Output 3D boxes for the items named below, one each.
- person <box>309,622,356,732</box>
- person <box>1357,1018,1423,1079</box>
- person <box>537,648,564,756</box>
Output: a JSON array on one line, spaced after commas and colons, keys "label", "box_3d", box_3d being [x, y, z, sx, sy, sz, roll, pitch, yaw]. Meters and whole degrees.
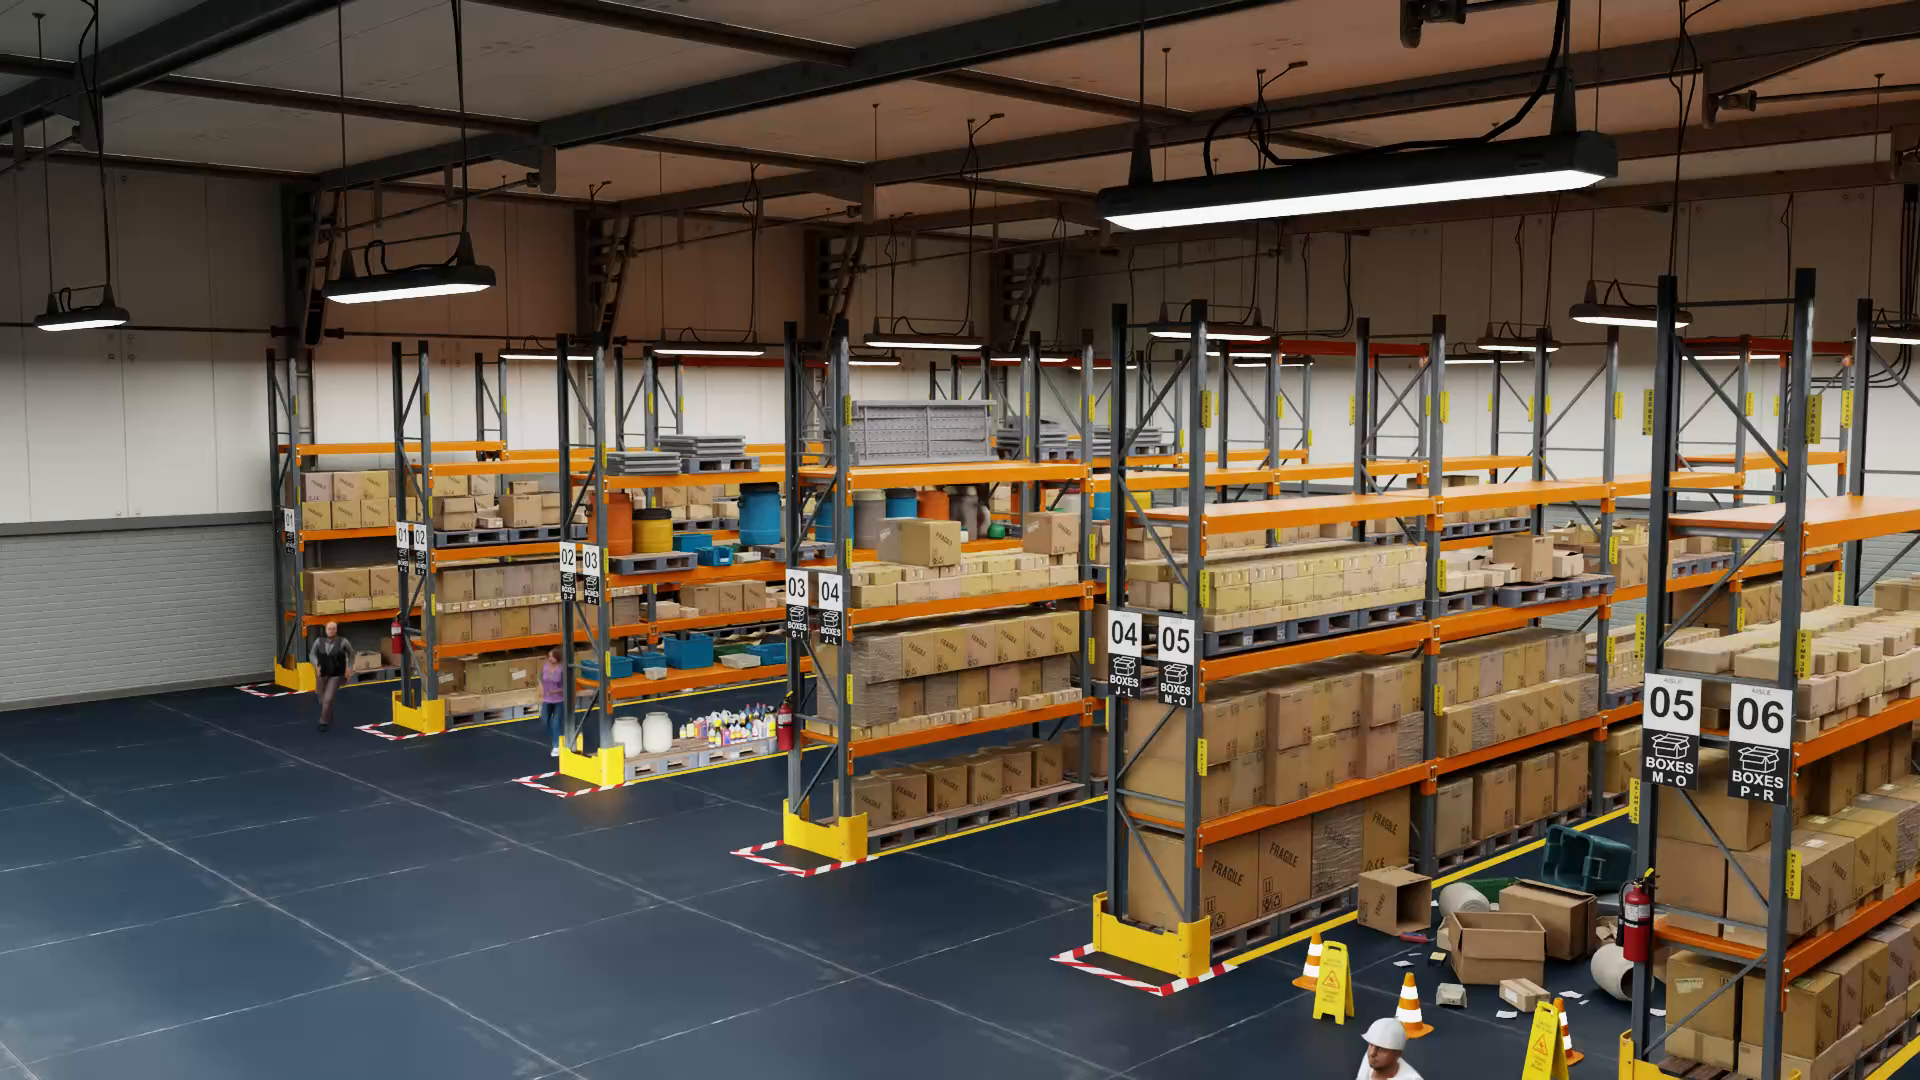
[{"label": "person", "box_3d": [-9.744, 2.097, 25.874, 0.665, 1.694, 0.745, 0, 5, -2]}, {"label": "person", "box_3d": [2.366, 3.490, 9.450, 0.714, 1.709, 0.822, -4, 6, -40]}, {"label": "person", "box_3d": [-5.876, 2.333, 23.860, 0.506, 1.564, 0.544, 1, 5, 6]}]
